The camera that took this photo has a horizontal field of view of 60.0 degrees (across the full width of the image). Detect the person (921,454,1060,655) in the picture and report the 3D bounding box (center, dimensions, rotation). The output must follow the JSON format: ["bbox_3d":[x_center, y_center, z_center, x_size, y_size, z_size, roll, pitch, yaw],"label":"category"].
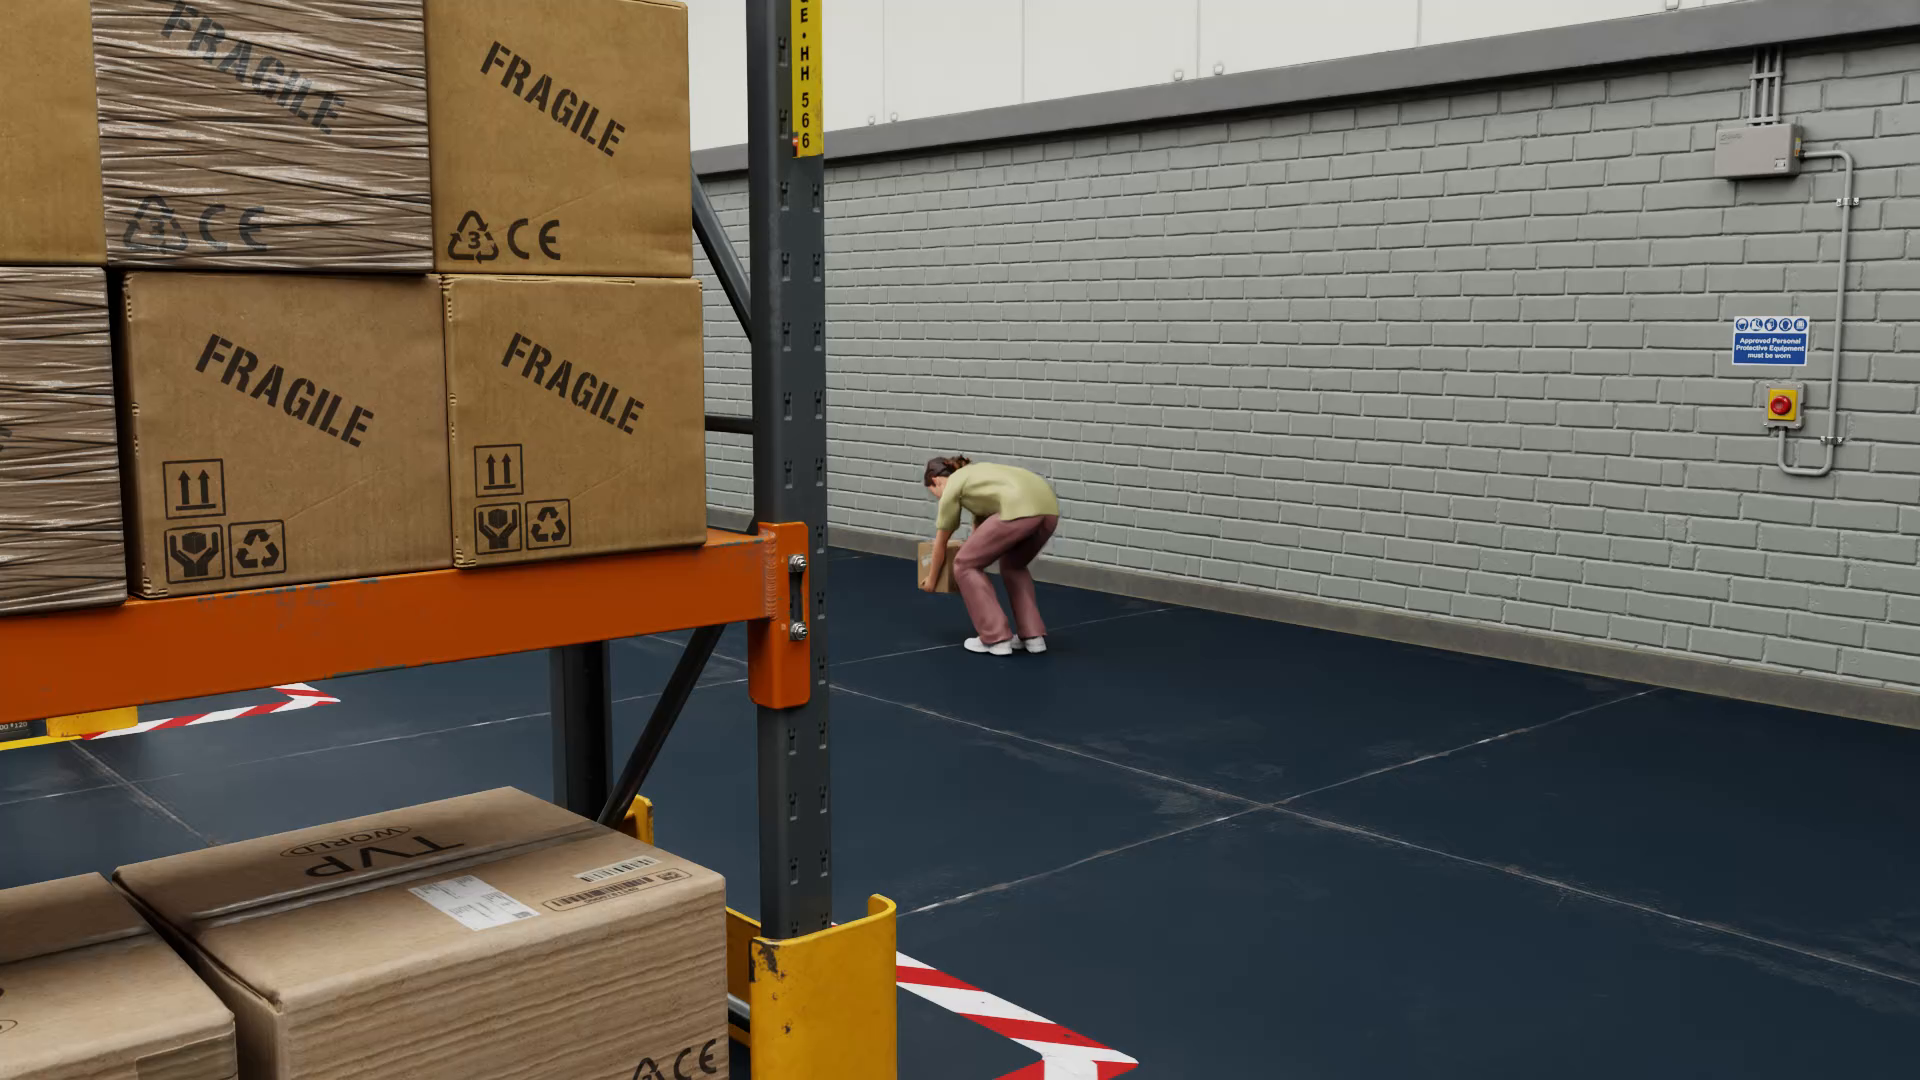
[{"bbox_3d":[0.141,0.062,8.795,0.455,1.031,0.868,-7,10,-44],"label":"person"}]
